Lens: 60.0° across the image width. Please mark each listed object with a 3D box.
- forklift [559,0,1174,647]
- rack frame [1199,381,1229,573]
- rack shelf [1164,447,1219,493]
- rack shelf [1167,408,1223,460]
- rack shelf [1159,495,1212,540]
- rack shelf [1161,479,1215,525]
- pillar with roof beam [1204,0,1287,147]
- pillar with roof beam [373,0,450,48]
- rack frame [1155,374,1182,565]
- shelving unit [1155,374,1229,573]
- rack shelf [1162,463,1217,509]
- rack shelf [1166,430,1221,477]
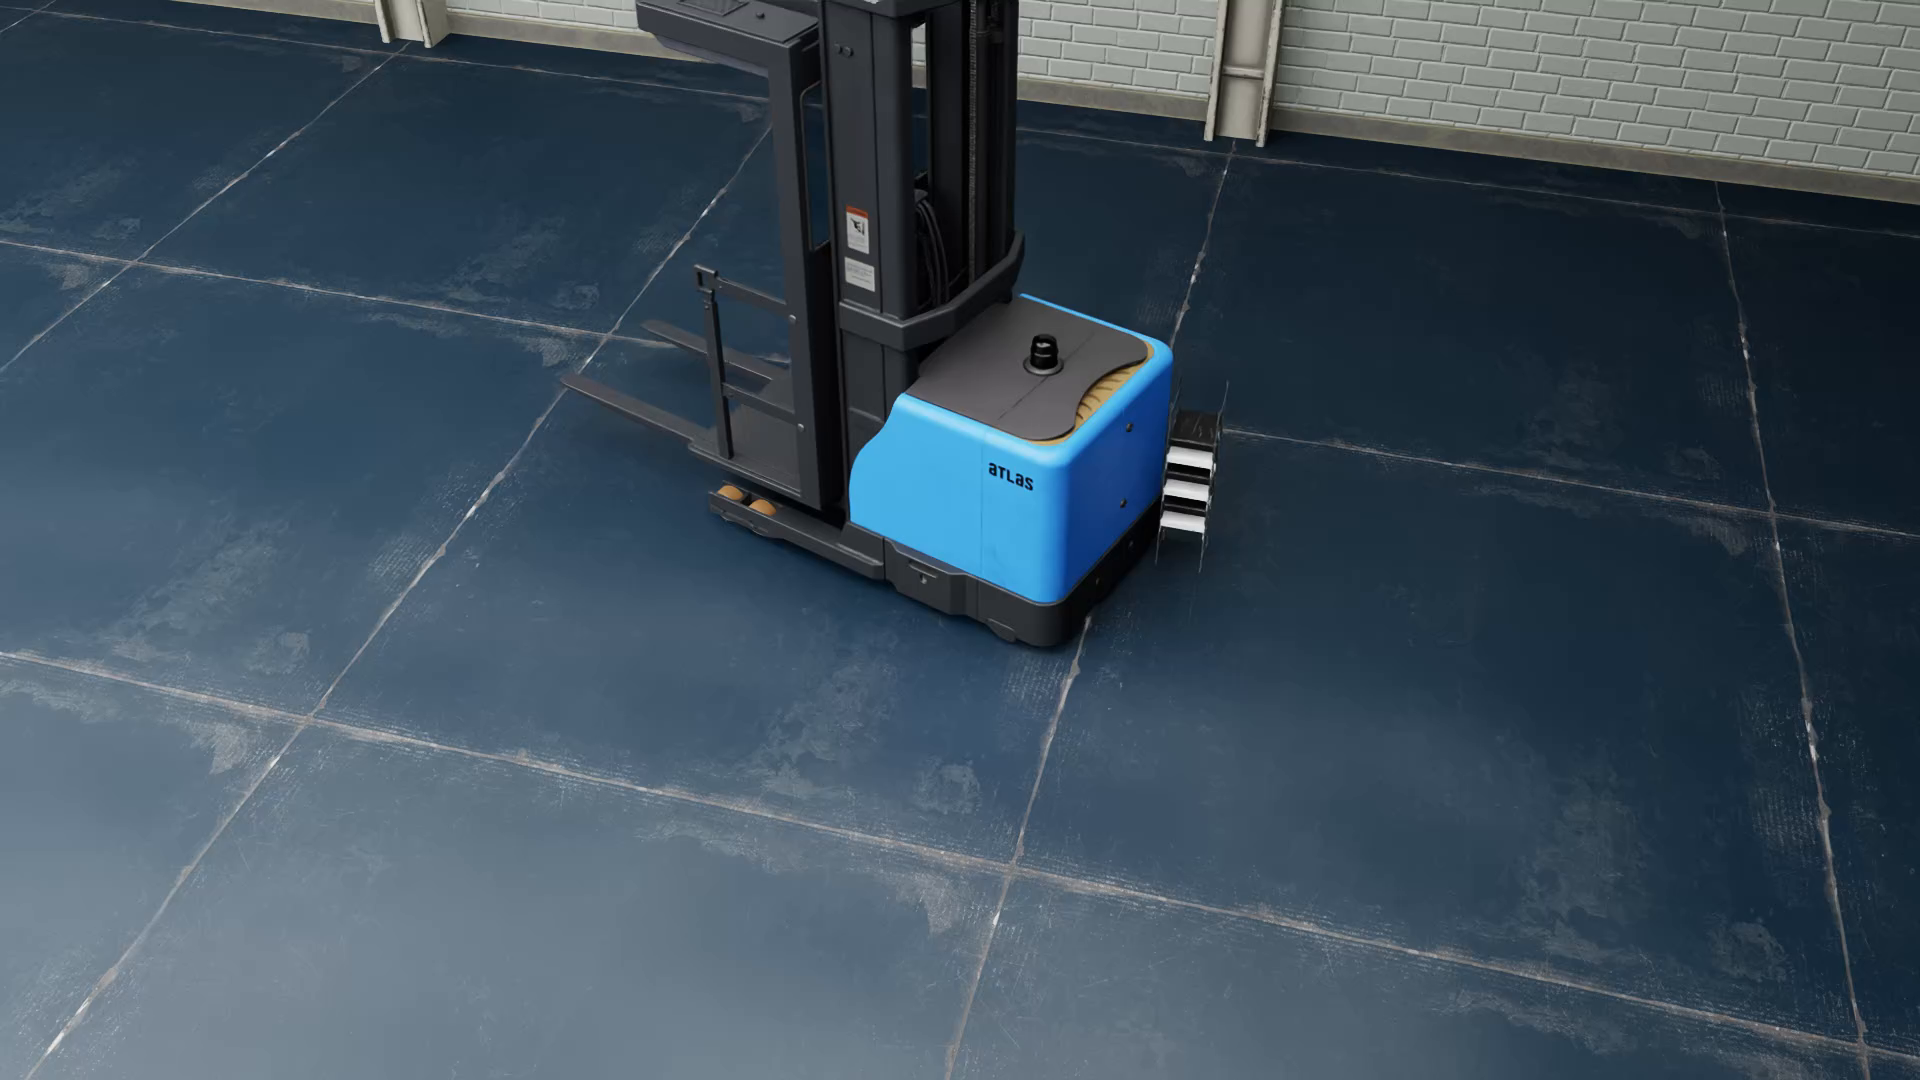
[{"bbox_3d":[-0.580,-1.403,7.166,3.031,2.935,1.130,23,45,25],"label":"forklift"},{"bbox_3d":[1.127,-0.268,7.394,0.006,0.900,0.240,10,41,12],"label":"rack frame"},{"bbox_3d":[1.029,-0.329,7.379,0.200,0.077,0.258,10,41,12],"label":"rack shelf"},{"bbox_3d":[1.029,-0.467,7.263,0.200,0.077,0.258,10,41,12],"label":"rack shelf"},{"bbox_3d":[1.029,-0.122,7.552,0.200,0.077,0.258,10,41,12],"label":"rack shelf"},{"bbox_3d":[1.029,-0.191,7.494,0.200,0.077,0.258,10,41,12],"label":"rack shelf"},{"bbox_3d":[0.716,-3.456,4.892,0.400,9.000,9.100,10,41,11],"label":"pillar with roof beam"},{"bbox_3d":[-5.080,-4.453,6.080,0.400,9.000,9.100,10,41,11],"label":"pillar with roof beam"},{"bbox_3d":[0.931,-0.303,7.436,0.006,0.900,0.240,10,41,12],"label":"rack frame"},{"bbox_3d":[1.029,-0.286,7.415,0.210,0.900,0.258,10,41,12],"label":"shelving unit"},{"bbox_3d":[1.029,-0.260,7.436,0.200,0.077,0.258,10,41,12],"label":"rack shelf"},{"bbox_3d":[1.029,-0.398,7.321,0.200,0.077,0.258,10,41,12],"label":"rack shelf"}]
